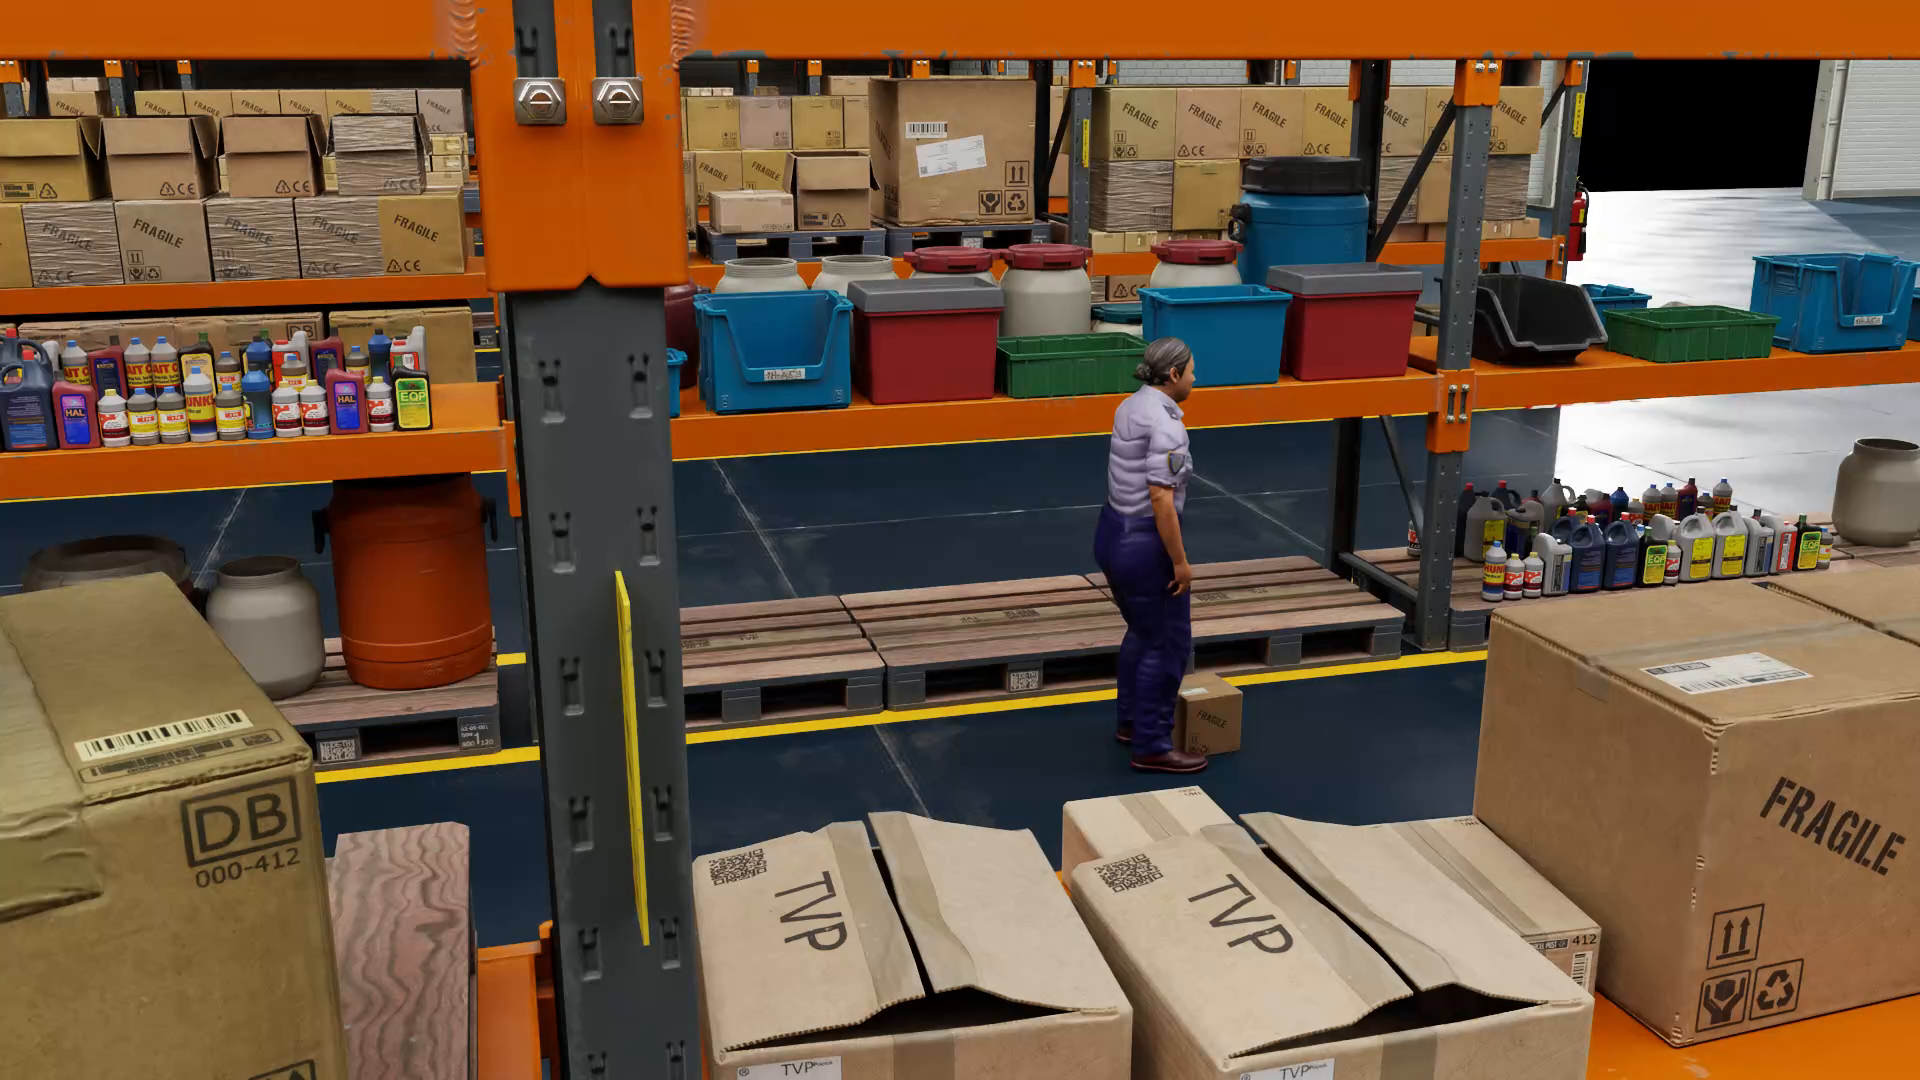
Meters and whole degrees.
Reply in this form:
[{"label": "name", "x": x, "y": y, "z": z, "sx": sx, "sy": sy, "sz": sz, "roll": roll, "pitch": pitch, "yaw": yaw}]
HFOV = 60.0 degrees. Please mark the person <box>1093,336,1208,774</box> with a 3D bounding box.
[{"label": "person", "x": 0.746, "y": 0.043, "z": 6.396, "sx": 0.412, "sy": 1.652, "sz": 0.539, "roll": -4, "pitch": 17, "yaw": -15}]
